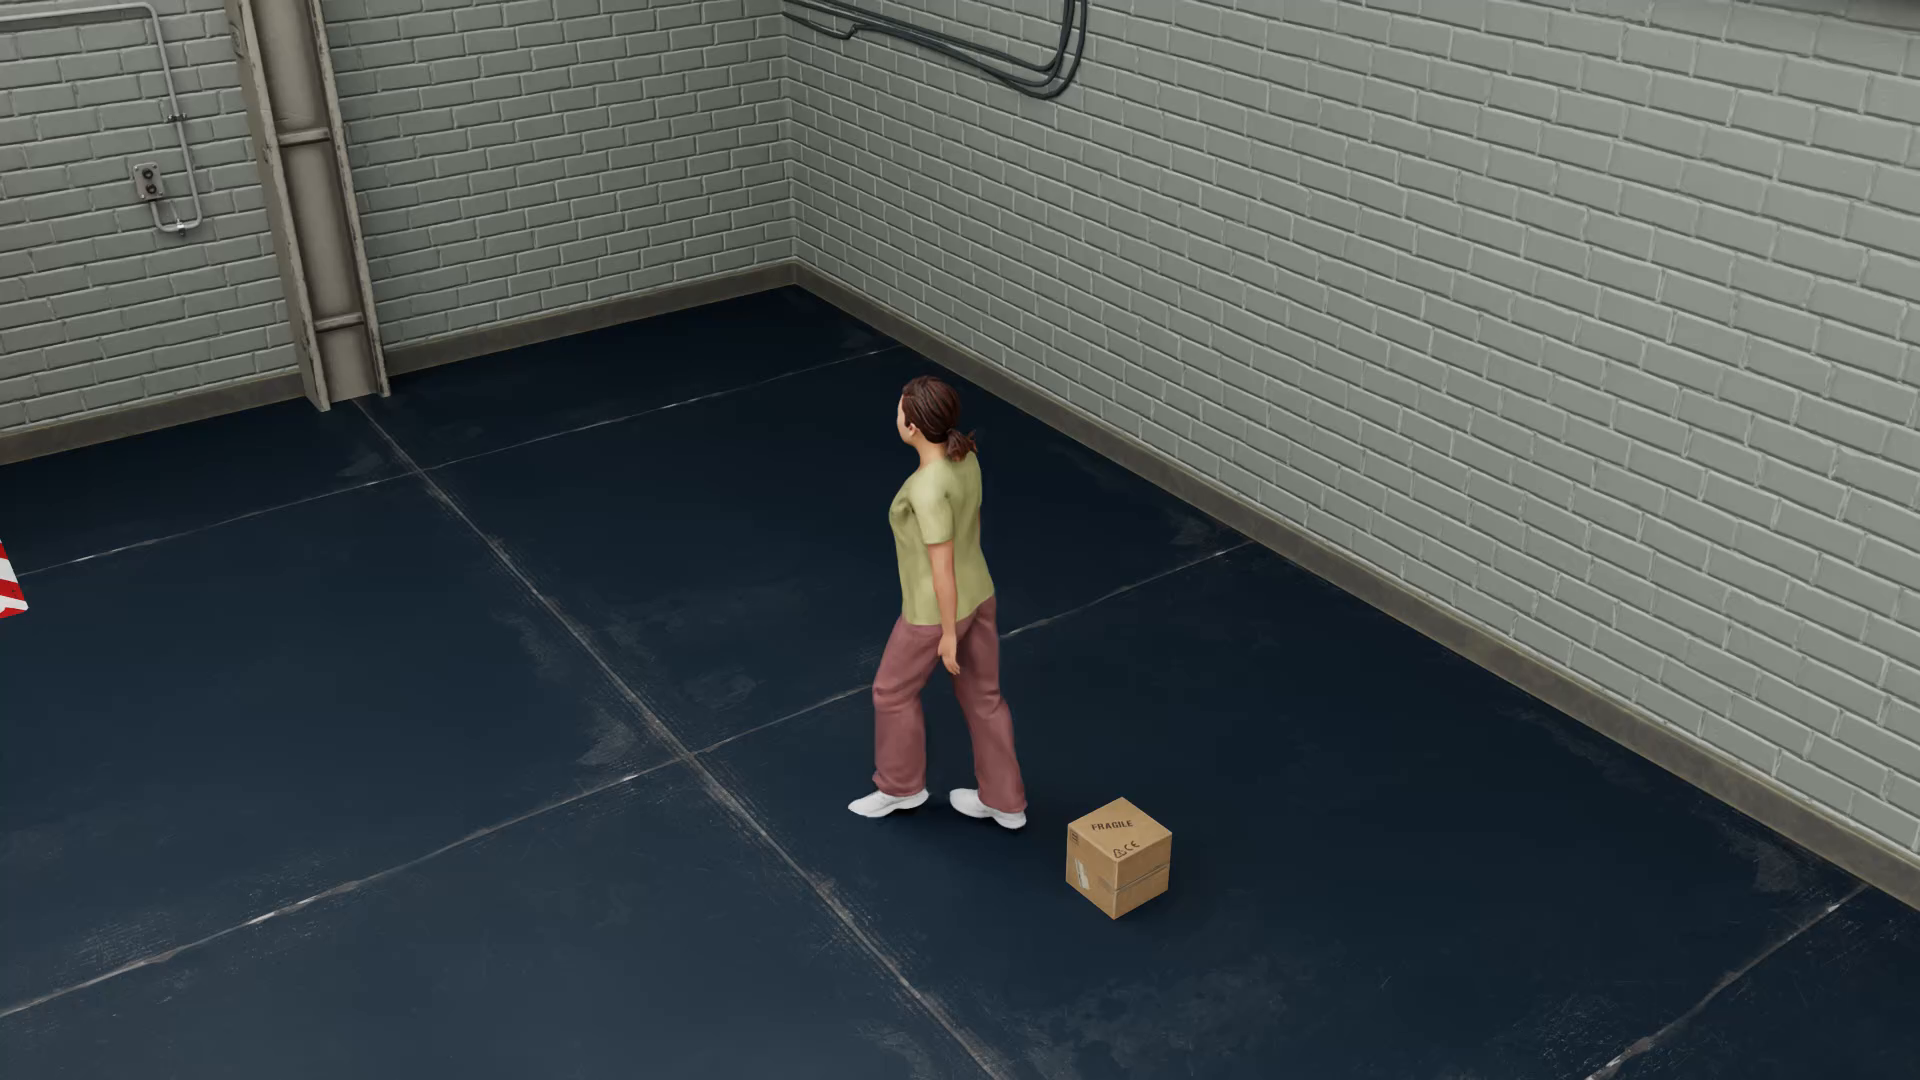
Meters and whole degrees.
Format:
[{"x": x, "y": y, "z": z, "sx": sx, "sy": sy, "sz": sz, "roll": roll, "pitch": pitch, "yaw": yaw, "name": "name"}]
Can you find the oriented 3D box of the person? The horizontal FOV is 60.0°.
[{"x": -0.036, "y": 0.253, "z": 5.698, "sx": 0.644, "sy": 1.699, "sz": 0.470, "roll": 16, "pitch": 32, "yaw": 26, "name": "person"}]
